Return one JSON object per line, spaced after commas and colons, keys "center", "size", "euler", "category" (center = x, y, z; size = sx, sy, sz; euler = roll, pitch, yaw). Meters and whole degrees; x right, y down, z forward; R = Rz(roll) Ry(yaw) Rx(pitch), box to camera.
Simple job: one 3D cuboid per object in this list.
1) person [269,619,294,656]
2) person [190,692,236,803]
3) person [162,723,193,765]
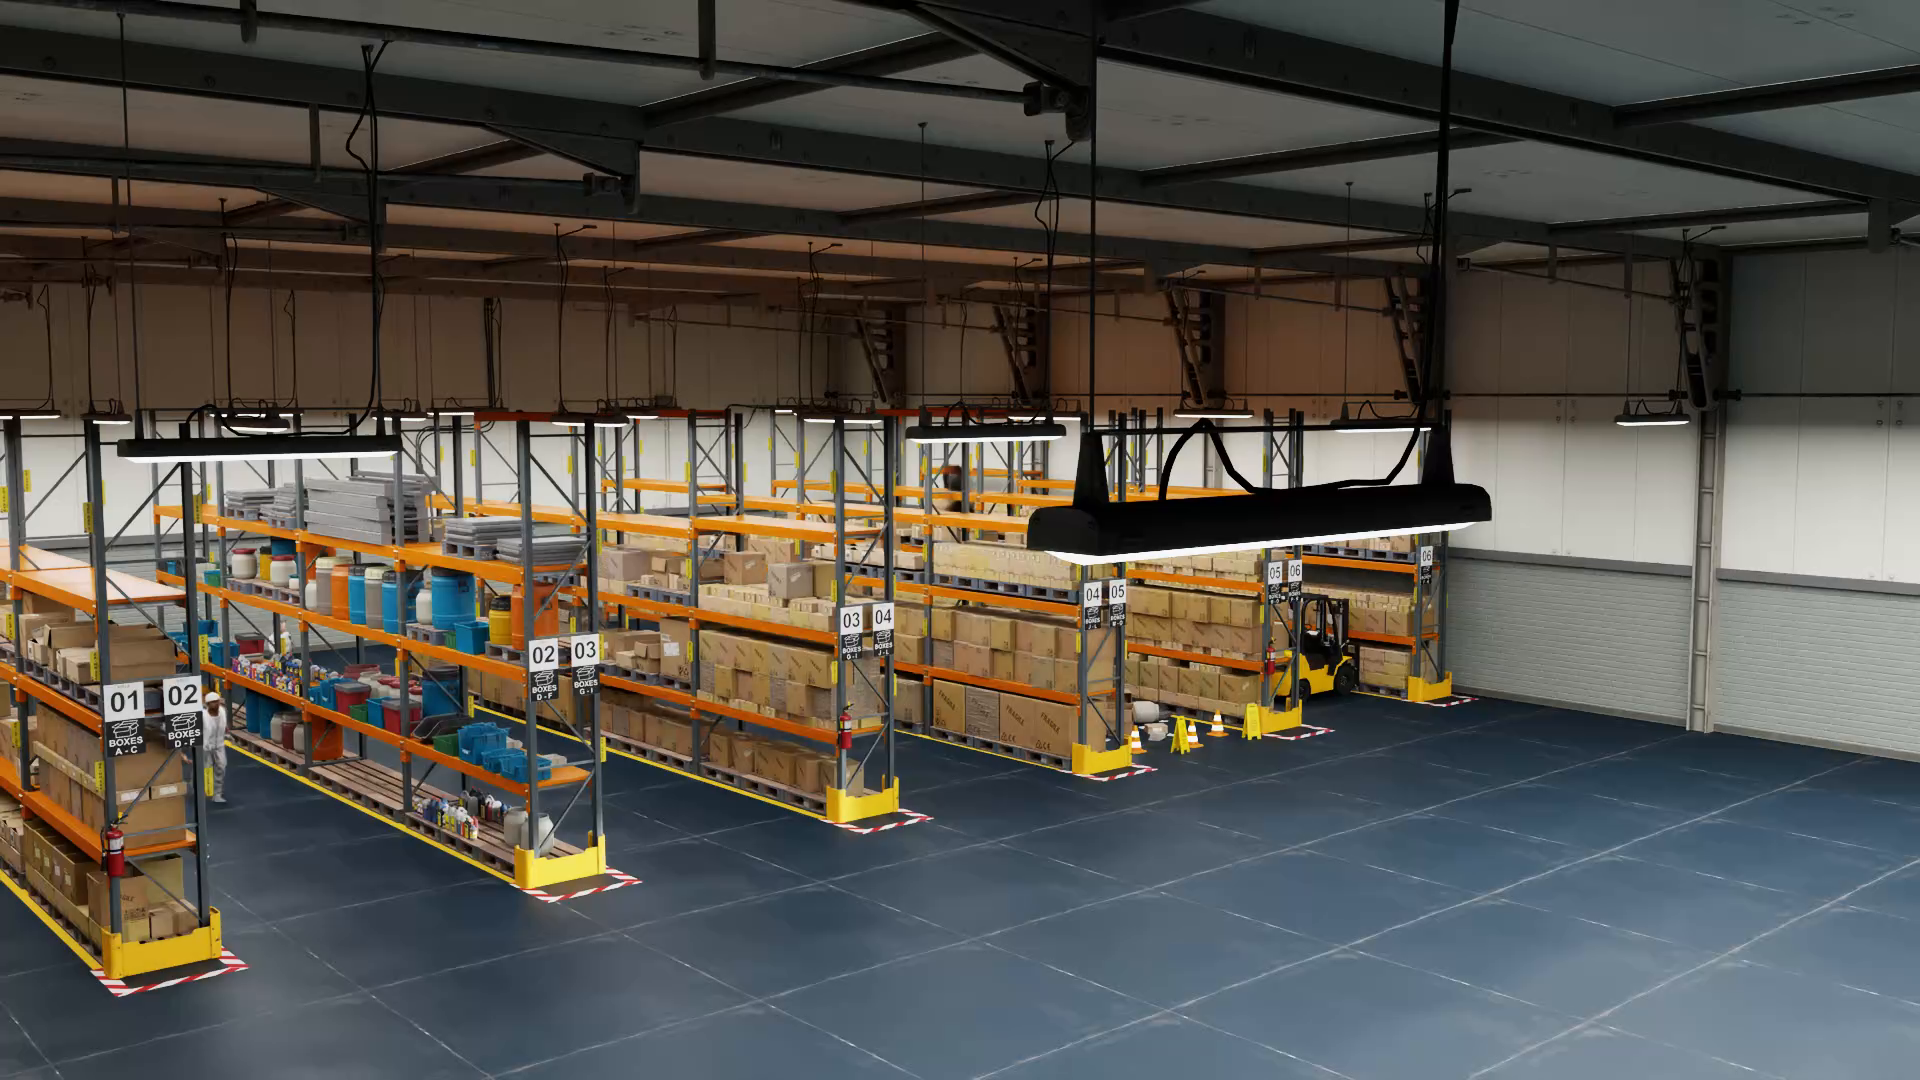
{"center": [-13.954, 2.480, 34.186], "size": [0.561, 1.740, 0.846], "euler": [-5, 7, -43], "category": "person"}
{"center": [-11.693, 3.204, 25.831], "size": [0.786, 1.731, 0.685], "euler": [4, 6, 36], "category": "person"}
{"center": [-11.579, 3.447, 24.296], "size": [0.815, 1.640, 0.634], "euler": [0, 5, 1], "category": "person"}
